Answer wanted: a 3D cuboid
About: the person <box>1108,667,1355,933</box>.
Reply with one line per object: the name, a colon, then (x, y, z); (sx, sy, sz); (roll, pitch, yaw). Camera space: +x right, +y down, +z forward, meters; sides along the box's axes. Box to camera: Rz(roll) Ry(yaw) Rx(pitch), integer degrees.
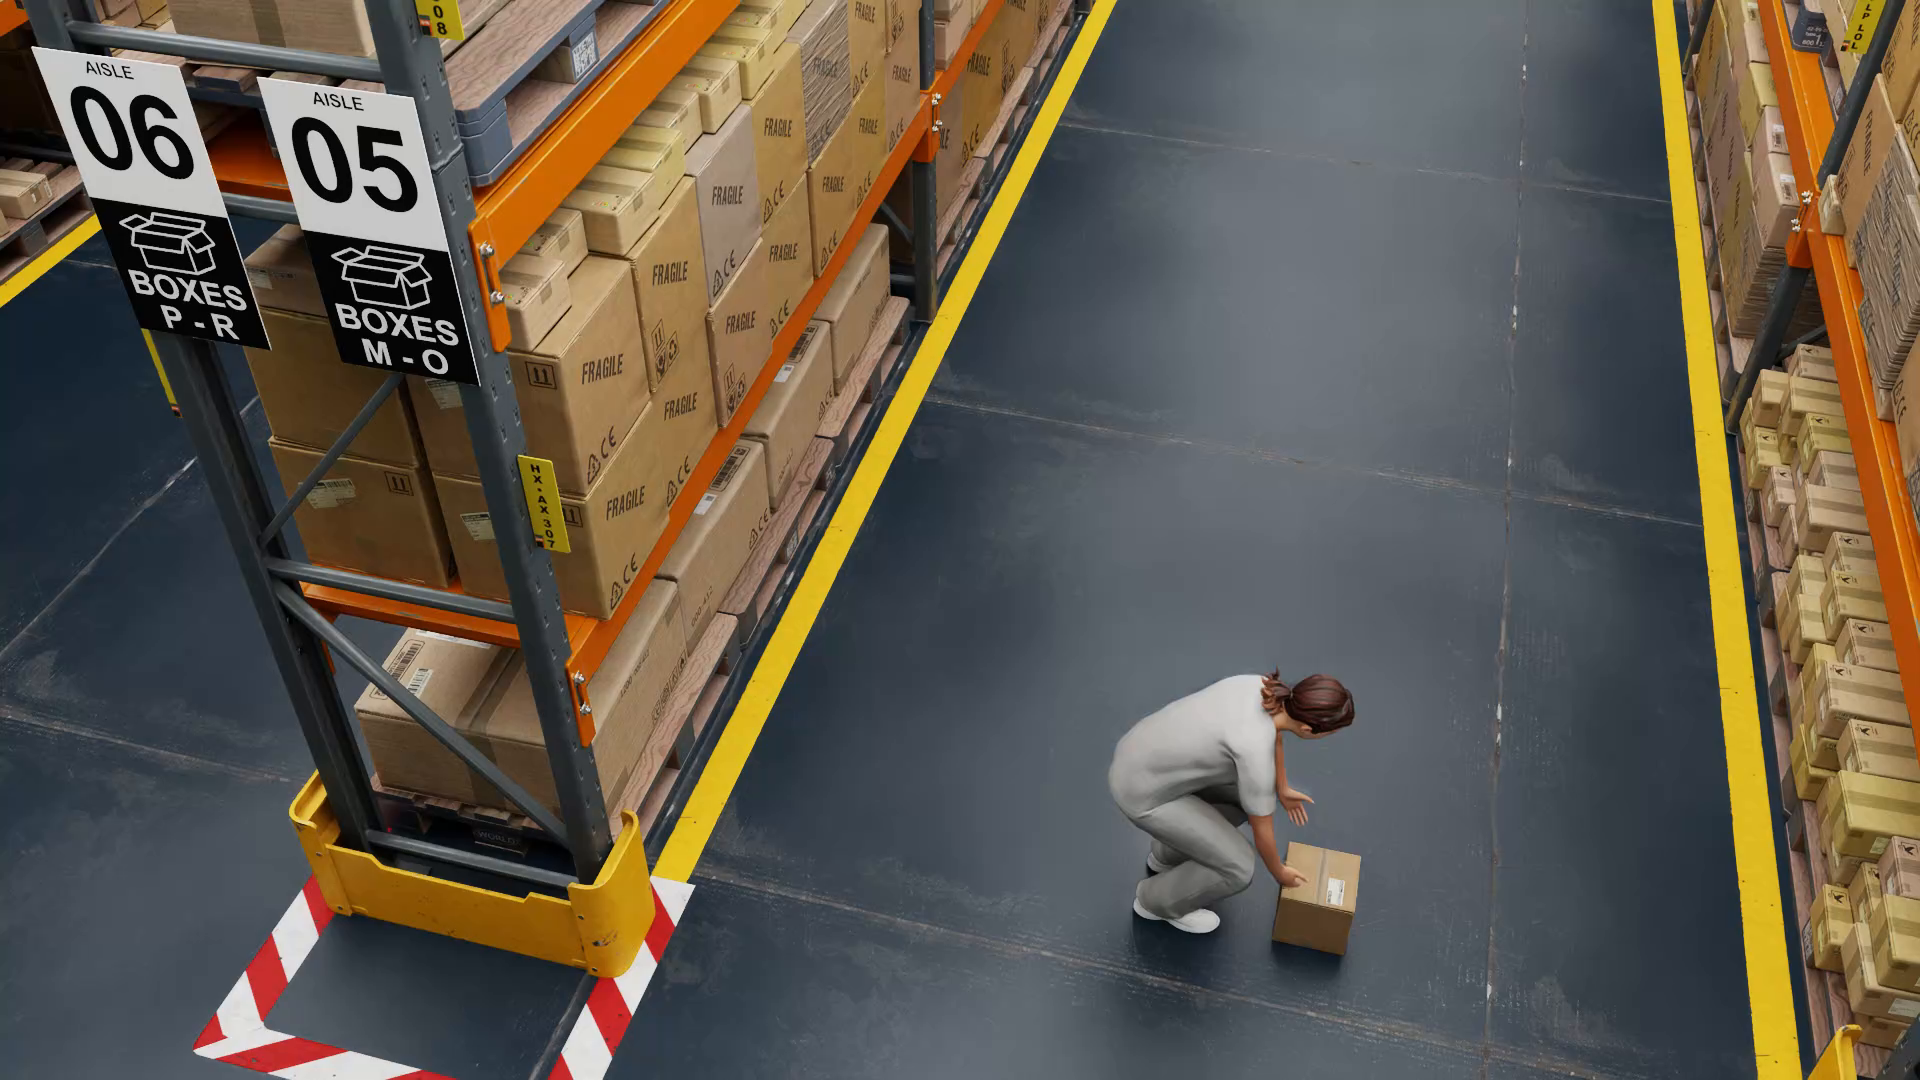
person: (0.884, 0.837, 5.619); (0.750, 1.130, 0.494); (10, 42, 11)
